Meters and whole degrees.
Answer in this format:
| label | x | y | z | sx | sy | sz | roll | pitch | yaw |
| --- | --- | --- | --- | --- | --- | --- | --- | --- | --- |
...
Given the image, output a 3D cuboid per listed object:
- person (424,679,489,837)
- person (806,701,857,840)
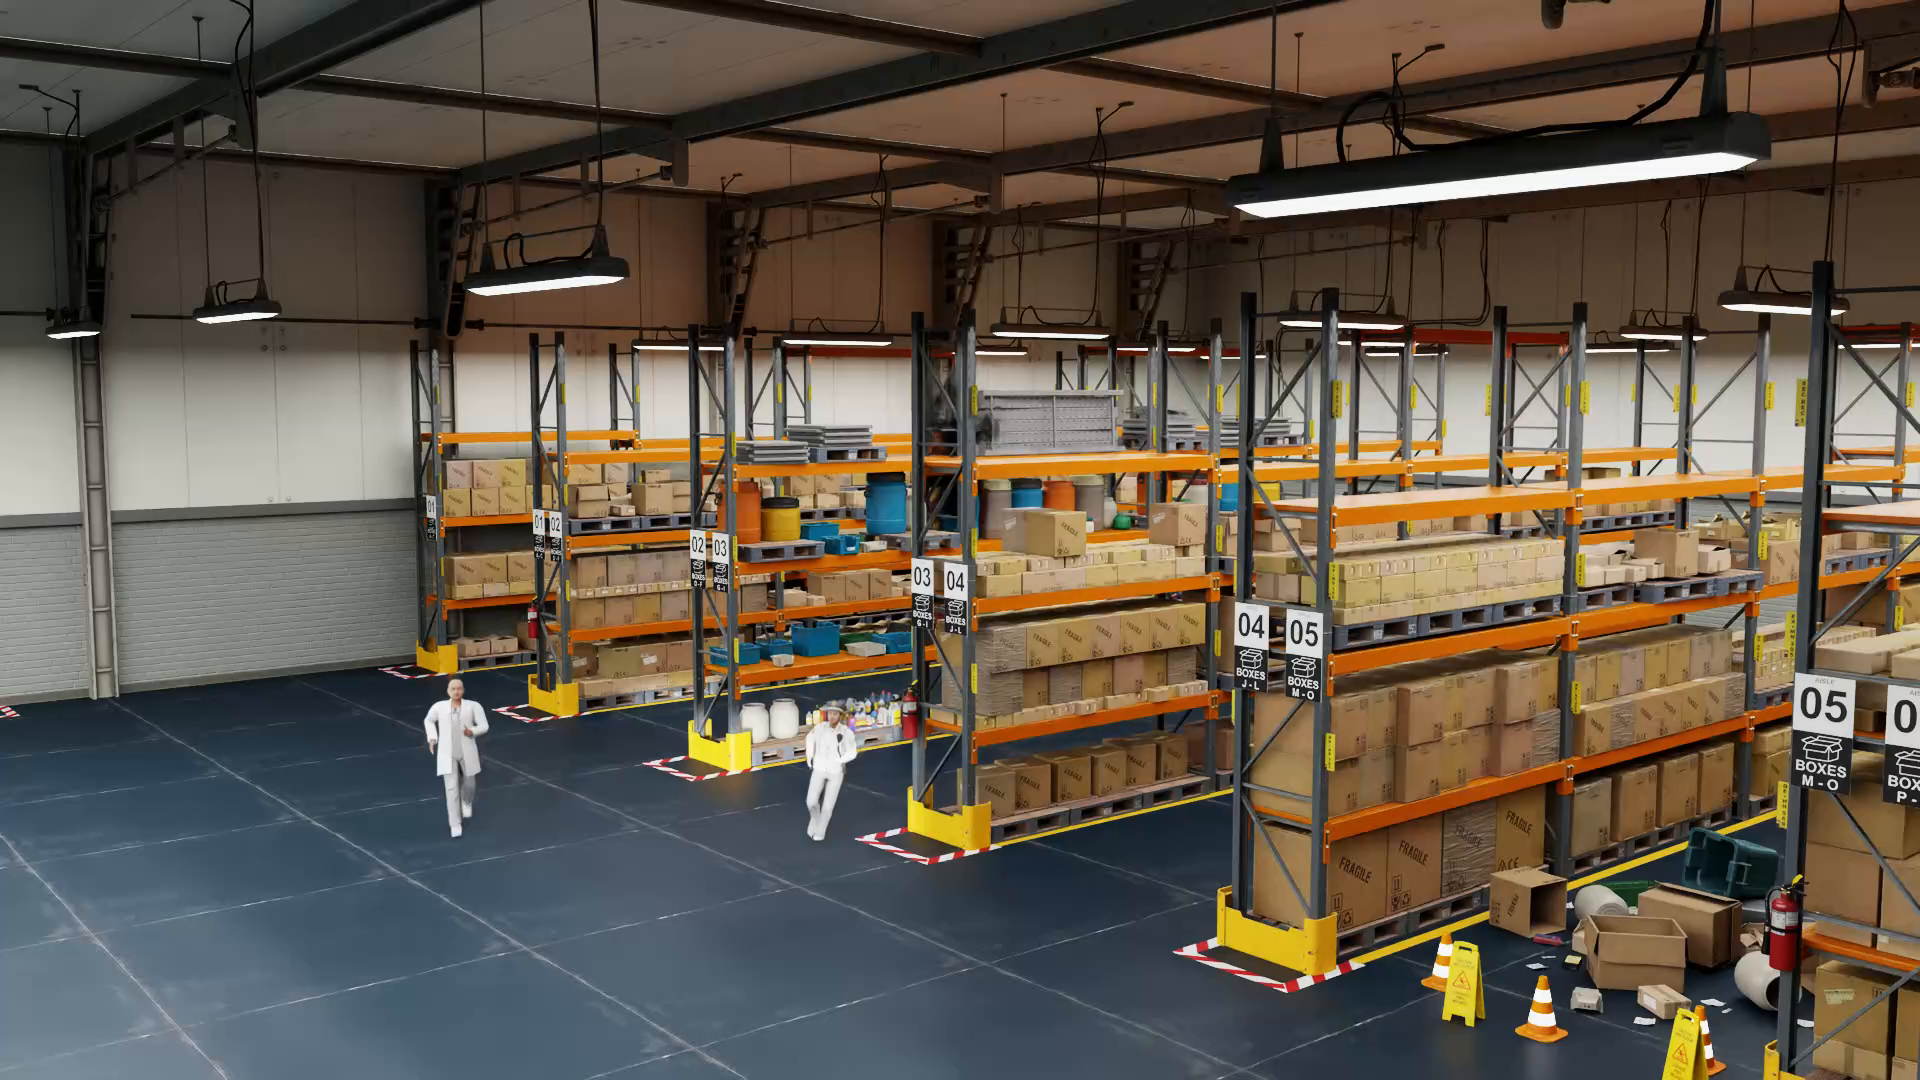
| label | x | y | z | sx | sy | sz | roll | pitch | yaw |
| --- | --- | --- | --- | --- | --- | --- | --- | --- | --- |
| person | -5.837 | 2.460 | 19.303 | 0.714 | 1.700 | 1.027 | -2 | 6 | -18 |
| person | -1.463 | 2.603 | 18.759 | 0.617 | 1.636 | 0.526 | 1 | 5 | 7 |
